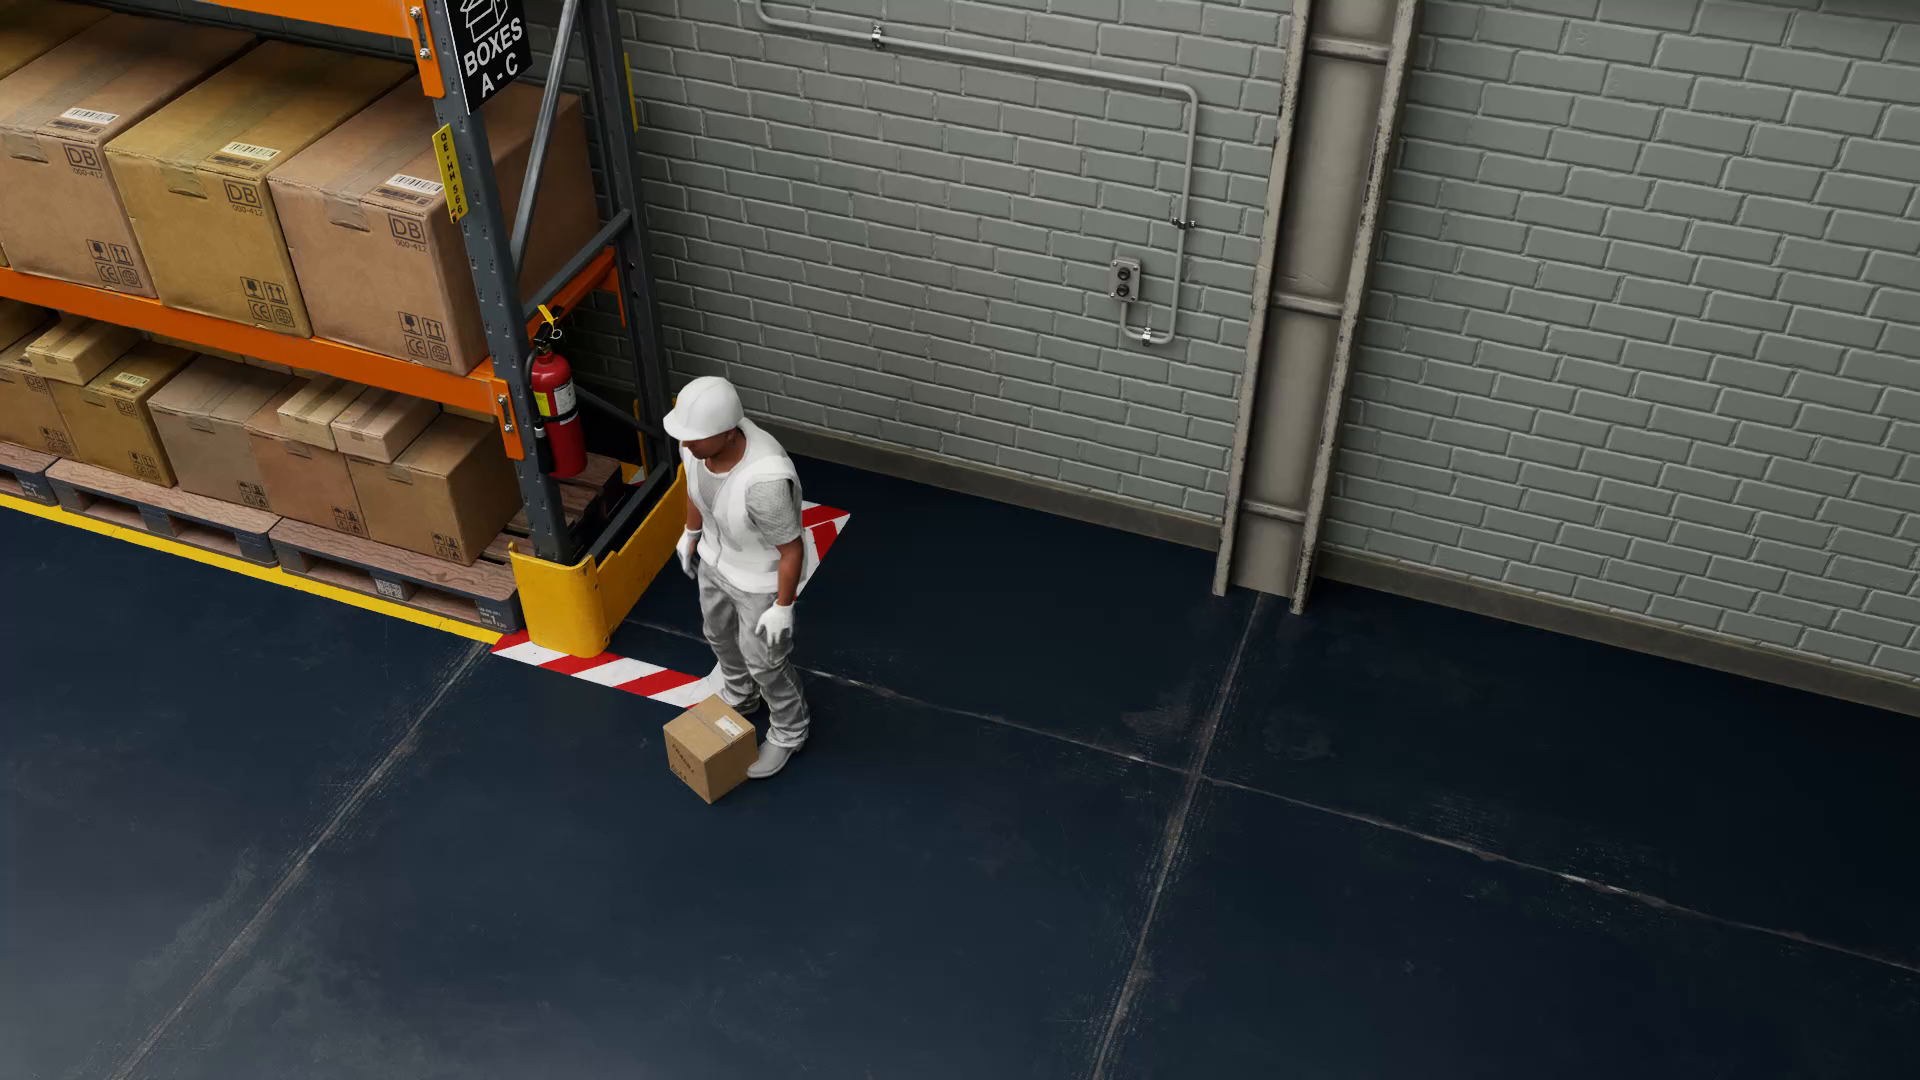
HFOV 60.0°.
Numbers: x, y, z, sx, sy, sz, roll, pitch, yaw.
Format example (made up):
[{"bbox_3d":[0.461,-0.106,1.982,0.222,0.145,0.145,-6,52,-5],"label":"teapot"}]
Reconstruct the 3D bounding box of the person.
[{"bbox_3d":[-0.794,0.116,6.017,0.446,1.775,0.619,-31,50,-30],"label":"person"}]
